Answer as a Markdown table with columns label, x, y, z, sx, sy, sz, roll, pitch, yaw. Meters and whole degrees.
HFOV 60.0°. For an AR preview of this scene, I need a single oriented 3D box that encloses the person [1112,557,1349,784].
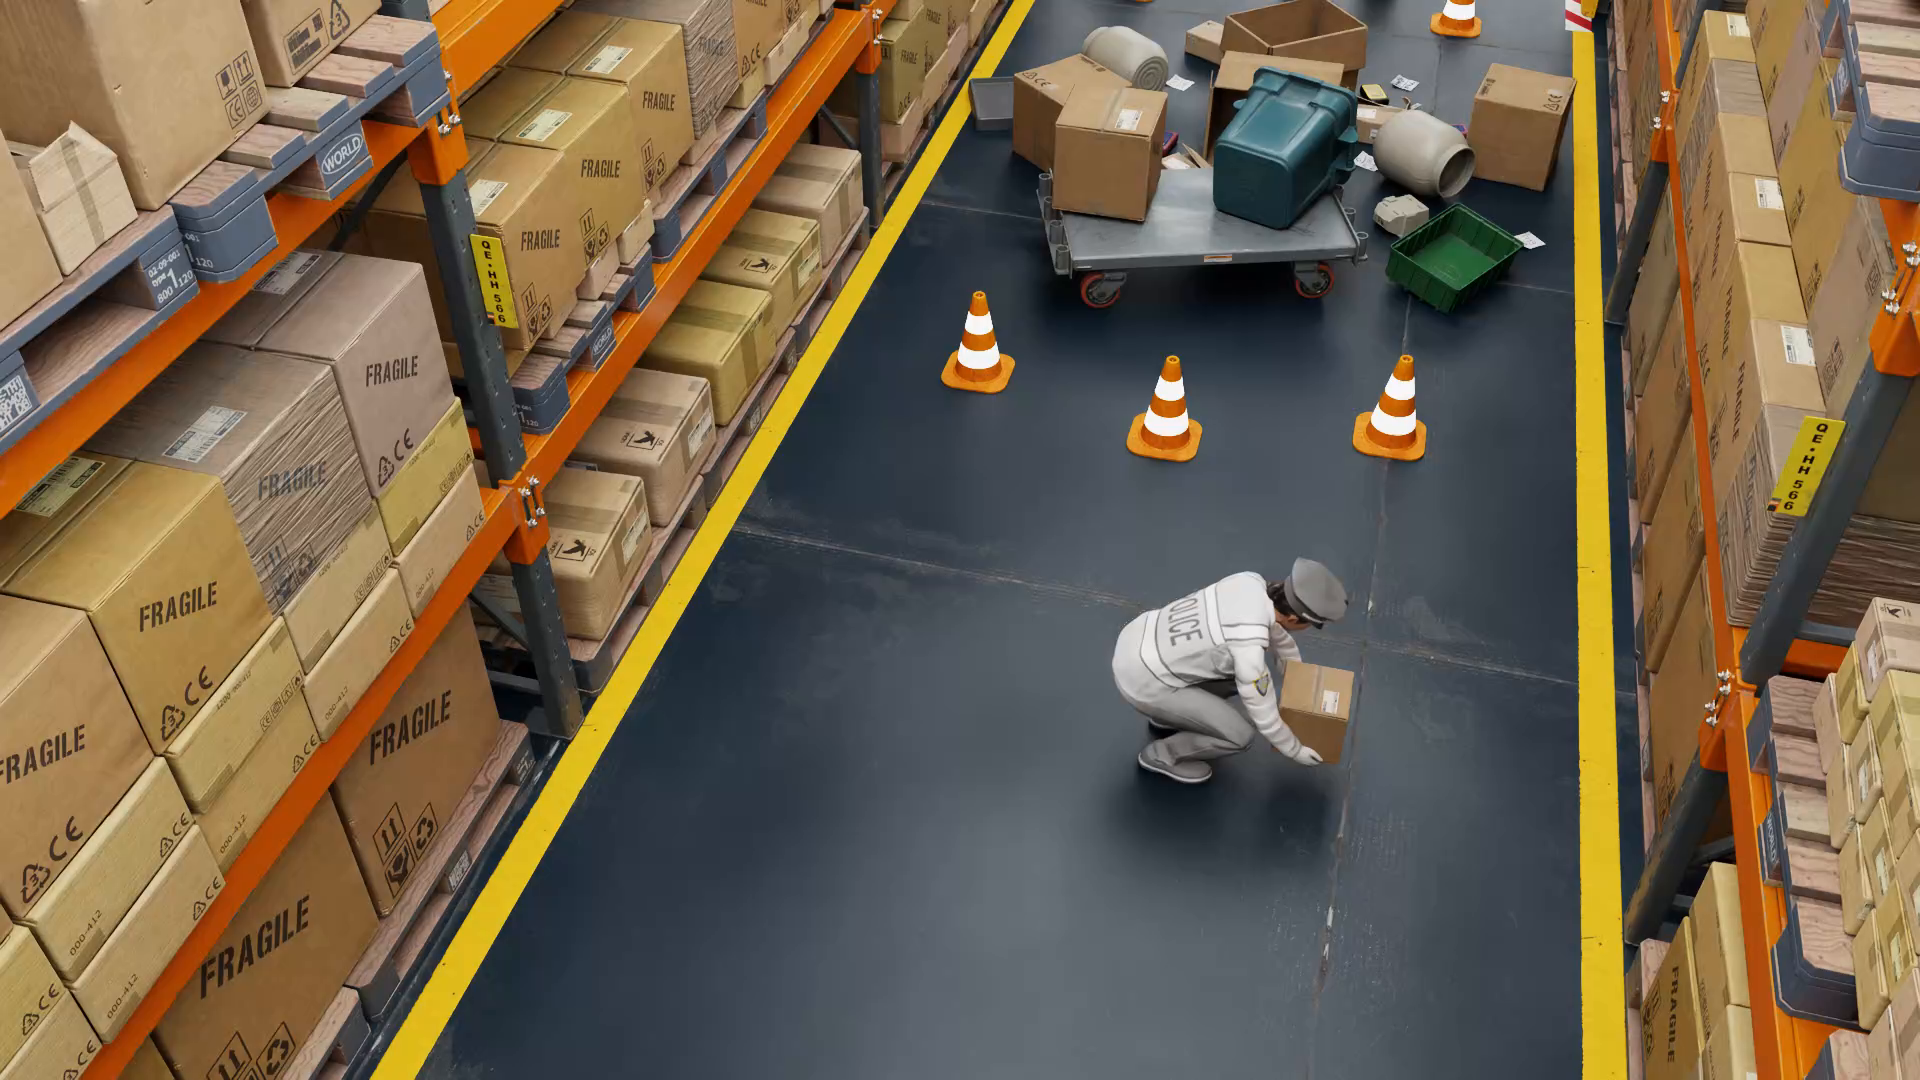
| label | x | y | z | sx | sy | sz | roll | pitch | yaw |
| --- | --- | --- | --- | --- | --- | --- | --- | --- | --- |
| person | 0.985 | 0.462 | 6.170 | 0.821 | 0.965 | 0.497 | 10 | 42 | 11 |
